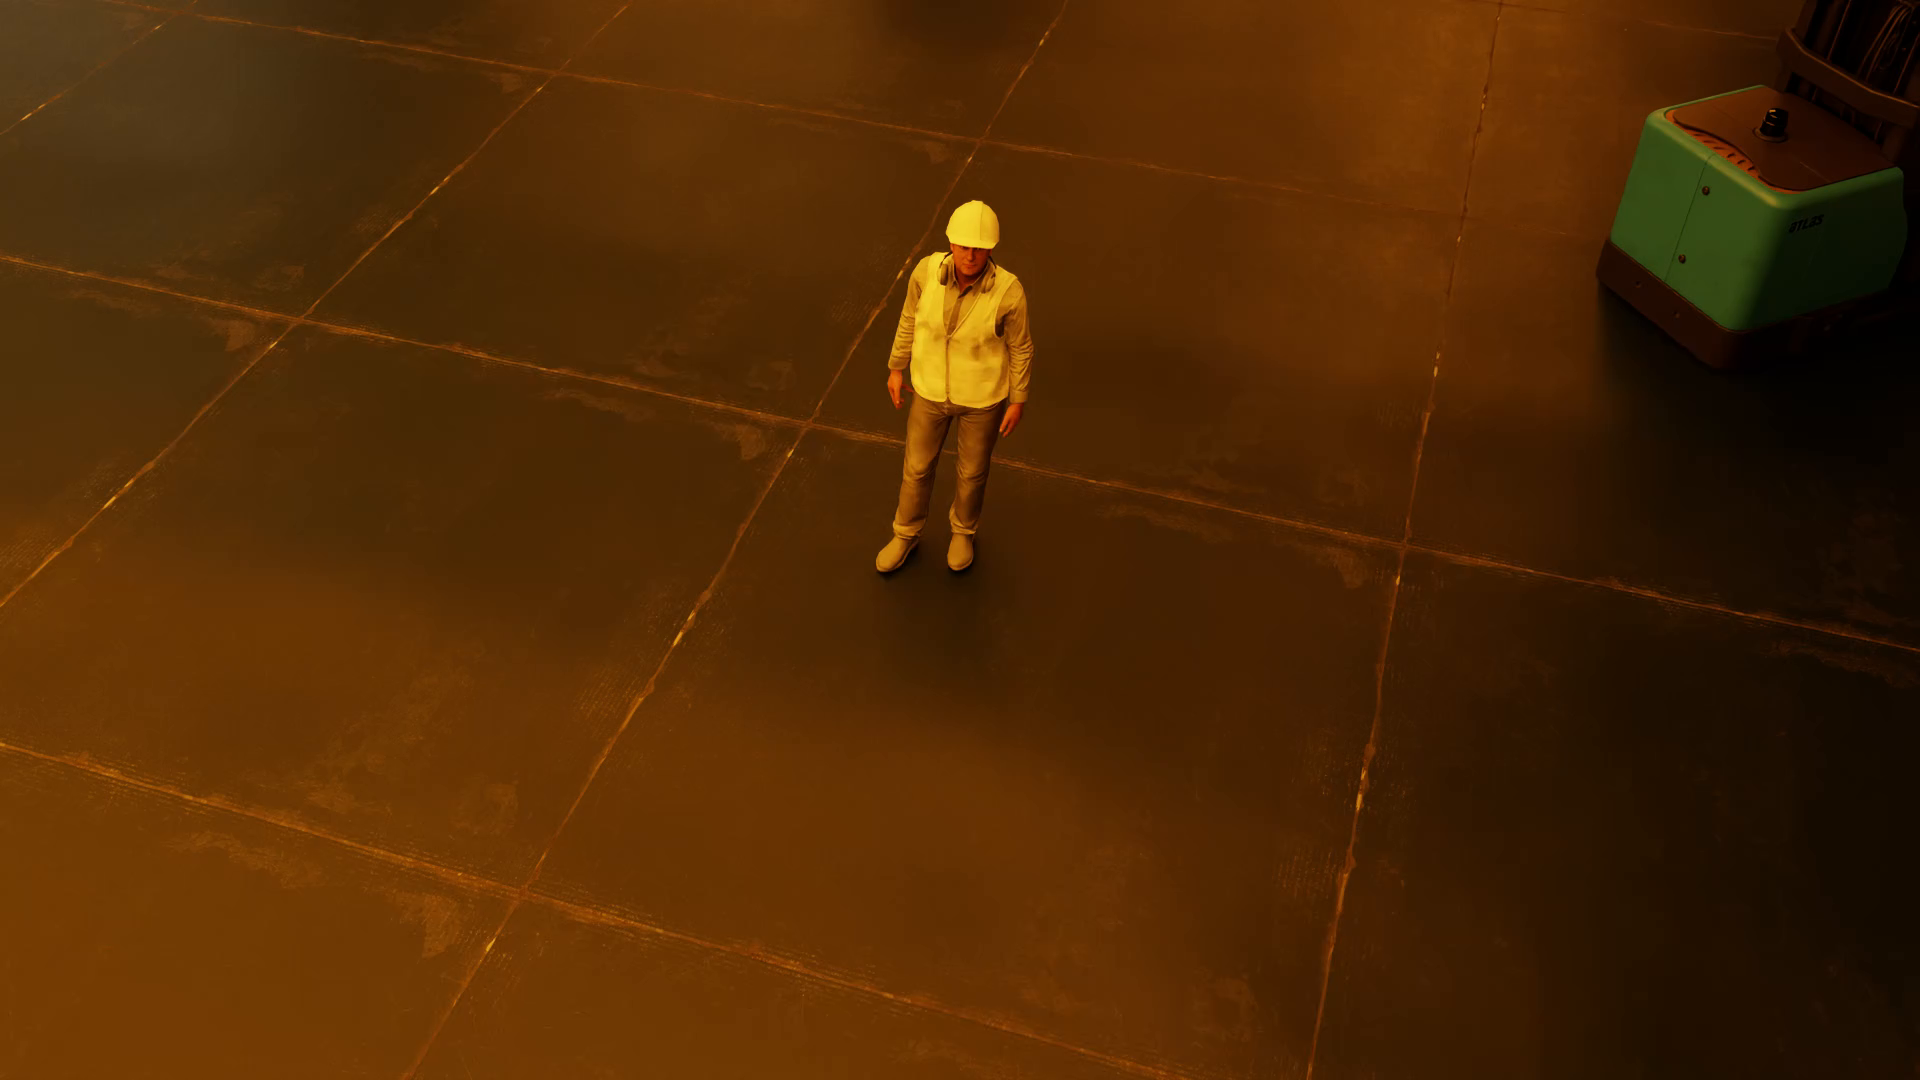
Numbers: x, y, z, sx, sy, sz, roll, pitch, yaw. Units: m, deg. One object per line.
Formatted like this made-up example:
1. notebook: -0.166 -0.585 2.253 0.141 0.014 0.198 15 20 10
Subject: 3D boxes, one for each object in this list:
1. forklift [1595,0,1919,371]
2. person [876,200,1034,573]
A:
1. forklift: 5.132 -2.620 8.505 3.031 2.935 1.130 -16 45 -17
2. person: -0.026 -0.616 7.189 0.634 1.775 0.566 12 44 13
